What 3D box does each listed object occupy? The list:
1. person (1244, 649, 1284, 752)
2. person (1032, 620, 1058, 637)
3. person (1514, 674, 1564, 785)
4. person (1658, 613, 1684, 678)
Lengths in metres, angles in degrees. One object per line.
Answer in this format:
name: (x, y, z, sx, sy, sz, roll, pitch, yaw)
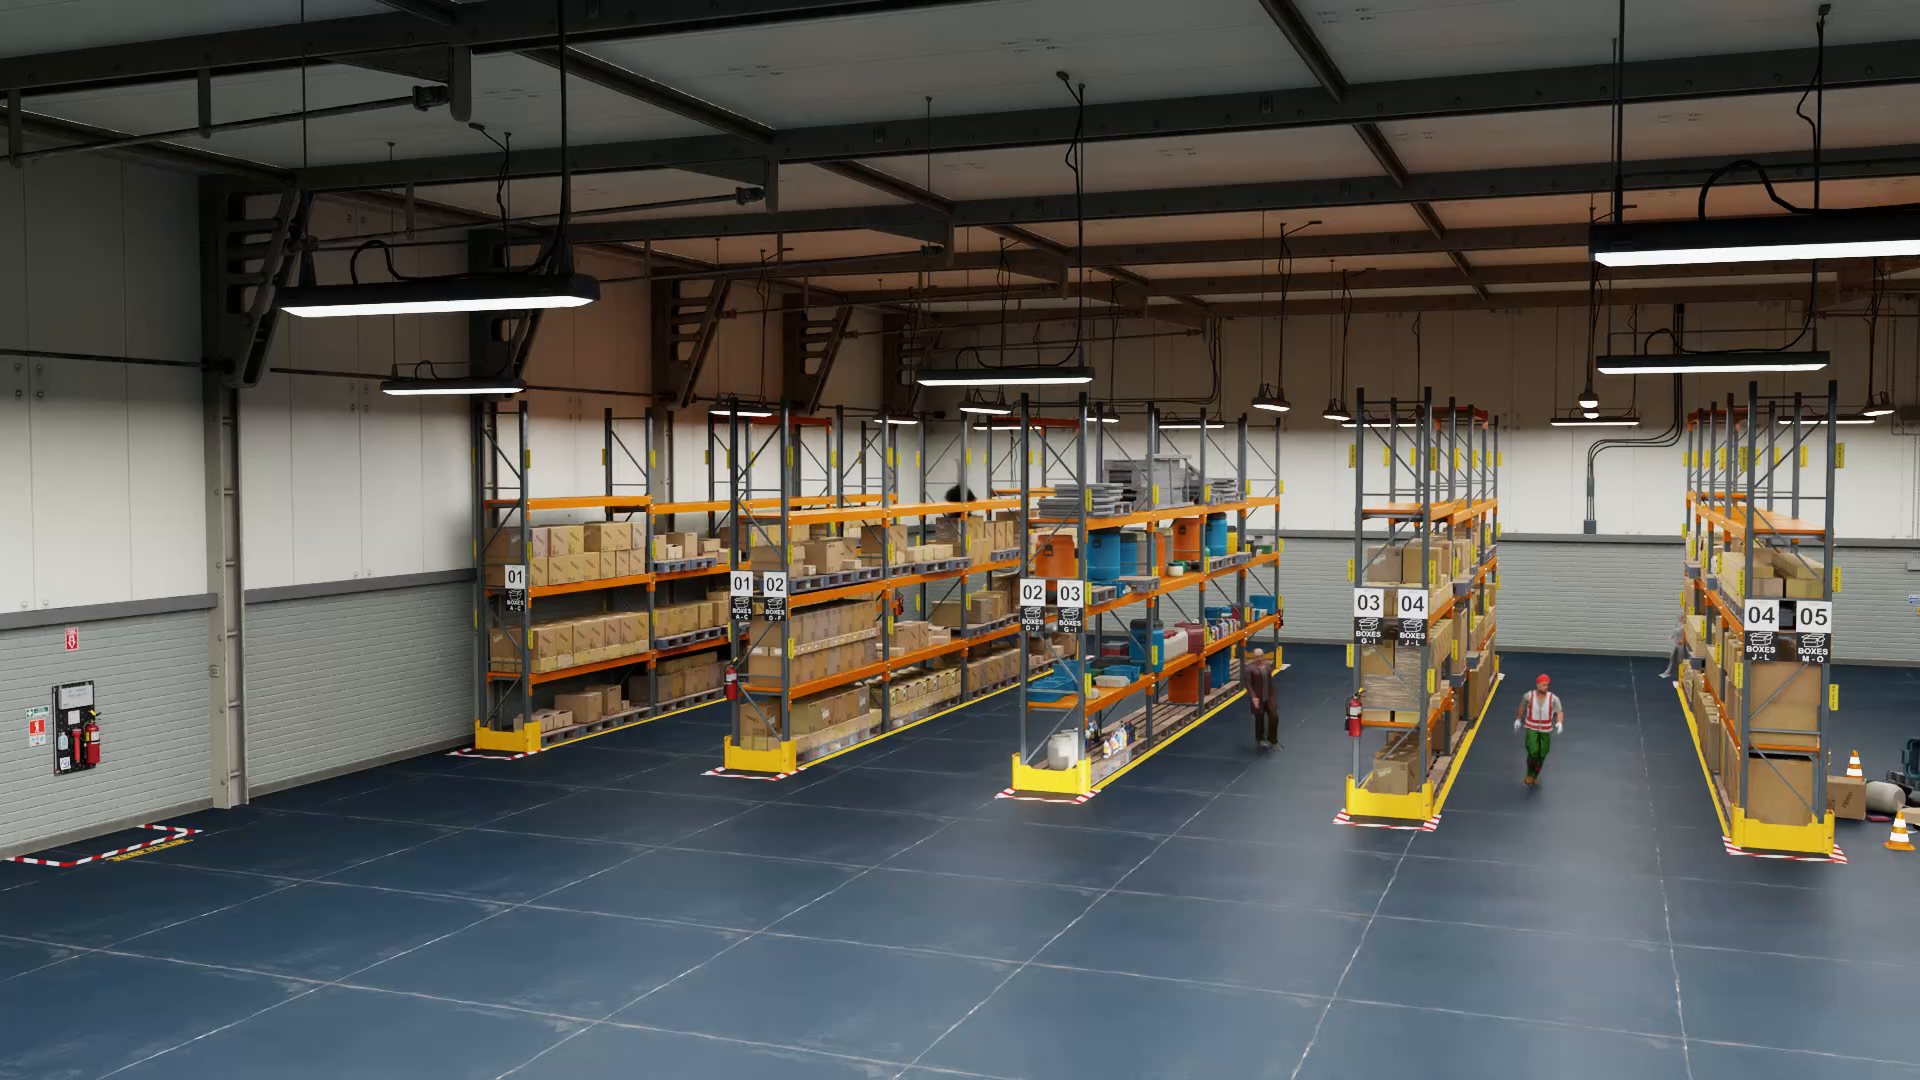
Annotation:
person: (5.174, 2.752, 28.540, 0.714, 1.808, 0.745, -1, 3, -10)
person: (2.335, 1.899, 45.372, 0.673, 1.792, 0.972, -2, 4, -41)
person: (8.790, 2.888, 25.185, 0.621, 1.728, 0.825, 0, 3, 7)
person: (16.329, 2.395, 37.636, 0.776, 1.526, 0.722, 0, 3, 4)
